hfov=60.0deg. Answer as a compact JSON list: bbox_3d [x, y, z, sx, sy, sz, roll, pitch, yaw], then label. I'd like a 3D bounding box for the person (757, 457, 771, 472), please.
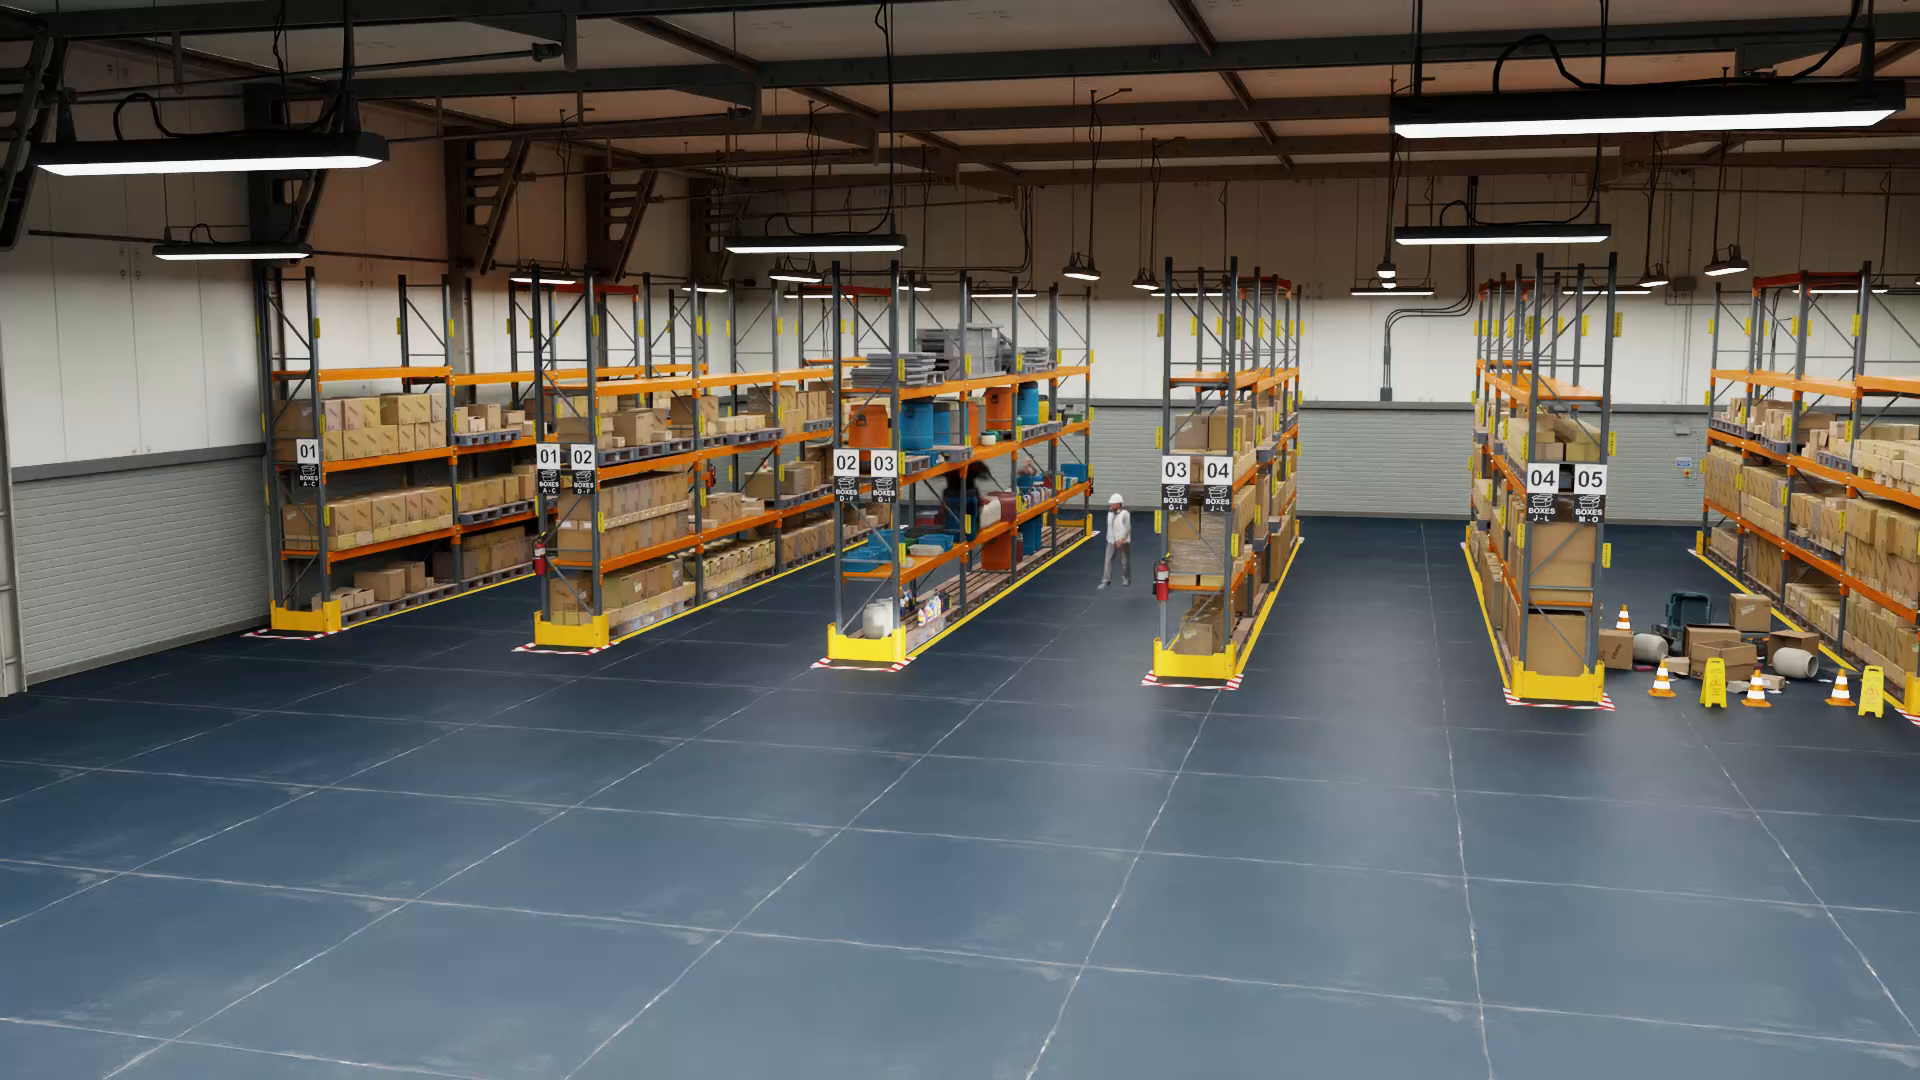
[{"bbox_3d":[-5.135,-1.375,43.812,0.511,1.608,1.049,1,7,7],"label":"person"}]

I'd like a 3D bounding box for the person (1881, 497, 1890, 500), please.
[{"bbox_3d":[18.577,-0.054,33.474,0.389,1.665,0.544,4,8,27],"label":"person"}]

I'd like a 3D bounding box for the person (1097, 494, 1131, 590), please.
[{"bbox_3d":[2.854,0.028,29.989,0.523,1.719,1.020,4,8,26],"label":"person"}]

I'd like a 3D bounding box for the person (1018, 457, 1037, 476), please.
[{"bbox_3d":[1.666,-1.241,42.190,0.596,1.758,0.582,3,8,22],"label":"person"}]
